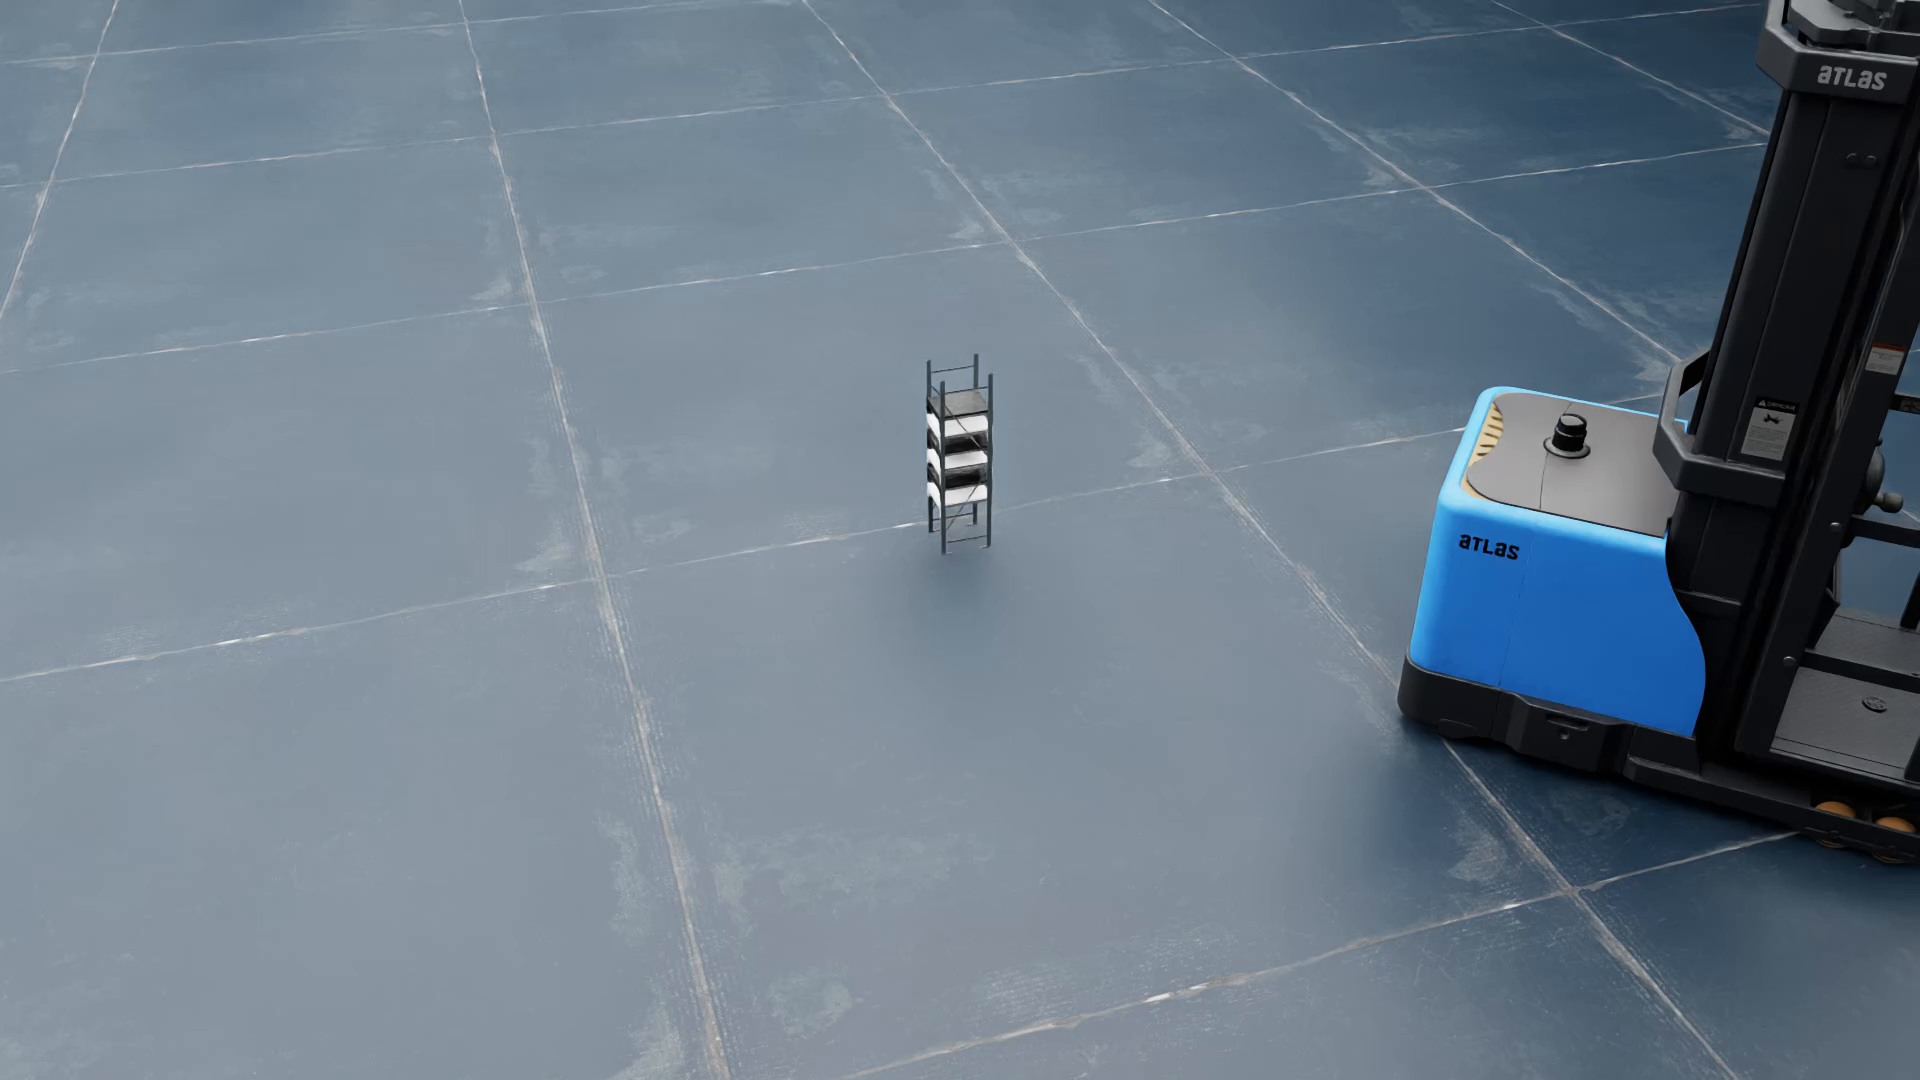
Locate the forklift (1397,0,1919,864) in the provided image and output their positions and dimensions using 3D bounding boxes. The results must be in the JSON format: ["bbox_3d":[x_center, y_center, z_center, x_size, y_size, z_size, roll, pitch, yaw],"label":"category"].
[{"bbox_3d":[3.305,-0.394,5.687,3.031,2.935,1.130,14,36,20],"label":"forklift"}]

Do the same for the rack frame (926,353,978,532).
[{"bbox_3d":[-0.033,-0.433,7.589,0.240,0.900,0.006,-10,35,-15],"label":"rack frame"}]

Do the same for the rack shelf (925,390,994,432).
[{"bbox_3d":[-0.002,-0.577,7.378,0.258,0.077,0.200,-10,35,-15],"label":"rack shelf"}]

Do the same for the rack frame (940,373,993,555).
[{"bbox_3d":[0.029,-0.326,7.428,0.240,0.900,0.006,-10,35,-15],"label":"rack frame"}]

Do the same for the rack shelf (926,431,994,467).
[{"bbox_3d":[-0.002,-0.427,7.477,0.258,0.077,0.200,-10,35,-15],"label":"rack shelf"}]

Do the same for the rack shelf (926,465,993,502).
[{"bbox_3d":[-0.002,-0.277,7.576,0.258,0.077,0.200,-10,35,-15],"label":"rack shelf"}]

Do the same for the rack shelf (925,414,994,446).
[{"bbox_3d":[-0.002,-0.502,7.428,0.258,0.077,0.200,-10,35,-15],"label":"rack shelf"}]

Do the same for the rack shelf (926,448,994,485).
[{"bbox_3d":[-0.002,-0.352,7.527,0.258,0.077,0.200,-10,35,-15],"label":"rack shelf"}]

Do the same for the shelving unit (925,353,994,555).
[{"bbox_3d":[-0.002,-0.380,7.508,0.258,0.900,0.210,-10,35,-15],"label":"shelving unit"}]

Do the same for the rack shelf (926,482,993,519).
[{"bbox_3d":[-0.002,-0.202,7.626,0.258,0.077,0.200,-10,35,-15],"label":"rack shelf"}]
